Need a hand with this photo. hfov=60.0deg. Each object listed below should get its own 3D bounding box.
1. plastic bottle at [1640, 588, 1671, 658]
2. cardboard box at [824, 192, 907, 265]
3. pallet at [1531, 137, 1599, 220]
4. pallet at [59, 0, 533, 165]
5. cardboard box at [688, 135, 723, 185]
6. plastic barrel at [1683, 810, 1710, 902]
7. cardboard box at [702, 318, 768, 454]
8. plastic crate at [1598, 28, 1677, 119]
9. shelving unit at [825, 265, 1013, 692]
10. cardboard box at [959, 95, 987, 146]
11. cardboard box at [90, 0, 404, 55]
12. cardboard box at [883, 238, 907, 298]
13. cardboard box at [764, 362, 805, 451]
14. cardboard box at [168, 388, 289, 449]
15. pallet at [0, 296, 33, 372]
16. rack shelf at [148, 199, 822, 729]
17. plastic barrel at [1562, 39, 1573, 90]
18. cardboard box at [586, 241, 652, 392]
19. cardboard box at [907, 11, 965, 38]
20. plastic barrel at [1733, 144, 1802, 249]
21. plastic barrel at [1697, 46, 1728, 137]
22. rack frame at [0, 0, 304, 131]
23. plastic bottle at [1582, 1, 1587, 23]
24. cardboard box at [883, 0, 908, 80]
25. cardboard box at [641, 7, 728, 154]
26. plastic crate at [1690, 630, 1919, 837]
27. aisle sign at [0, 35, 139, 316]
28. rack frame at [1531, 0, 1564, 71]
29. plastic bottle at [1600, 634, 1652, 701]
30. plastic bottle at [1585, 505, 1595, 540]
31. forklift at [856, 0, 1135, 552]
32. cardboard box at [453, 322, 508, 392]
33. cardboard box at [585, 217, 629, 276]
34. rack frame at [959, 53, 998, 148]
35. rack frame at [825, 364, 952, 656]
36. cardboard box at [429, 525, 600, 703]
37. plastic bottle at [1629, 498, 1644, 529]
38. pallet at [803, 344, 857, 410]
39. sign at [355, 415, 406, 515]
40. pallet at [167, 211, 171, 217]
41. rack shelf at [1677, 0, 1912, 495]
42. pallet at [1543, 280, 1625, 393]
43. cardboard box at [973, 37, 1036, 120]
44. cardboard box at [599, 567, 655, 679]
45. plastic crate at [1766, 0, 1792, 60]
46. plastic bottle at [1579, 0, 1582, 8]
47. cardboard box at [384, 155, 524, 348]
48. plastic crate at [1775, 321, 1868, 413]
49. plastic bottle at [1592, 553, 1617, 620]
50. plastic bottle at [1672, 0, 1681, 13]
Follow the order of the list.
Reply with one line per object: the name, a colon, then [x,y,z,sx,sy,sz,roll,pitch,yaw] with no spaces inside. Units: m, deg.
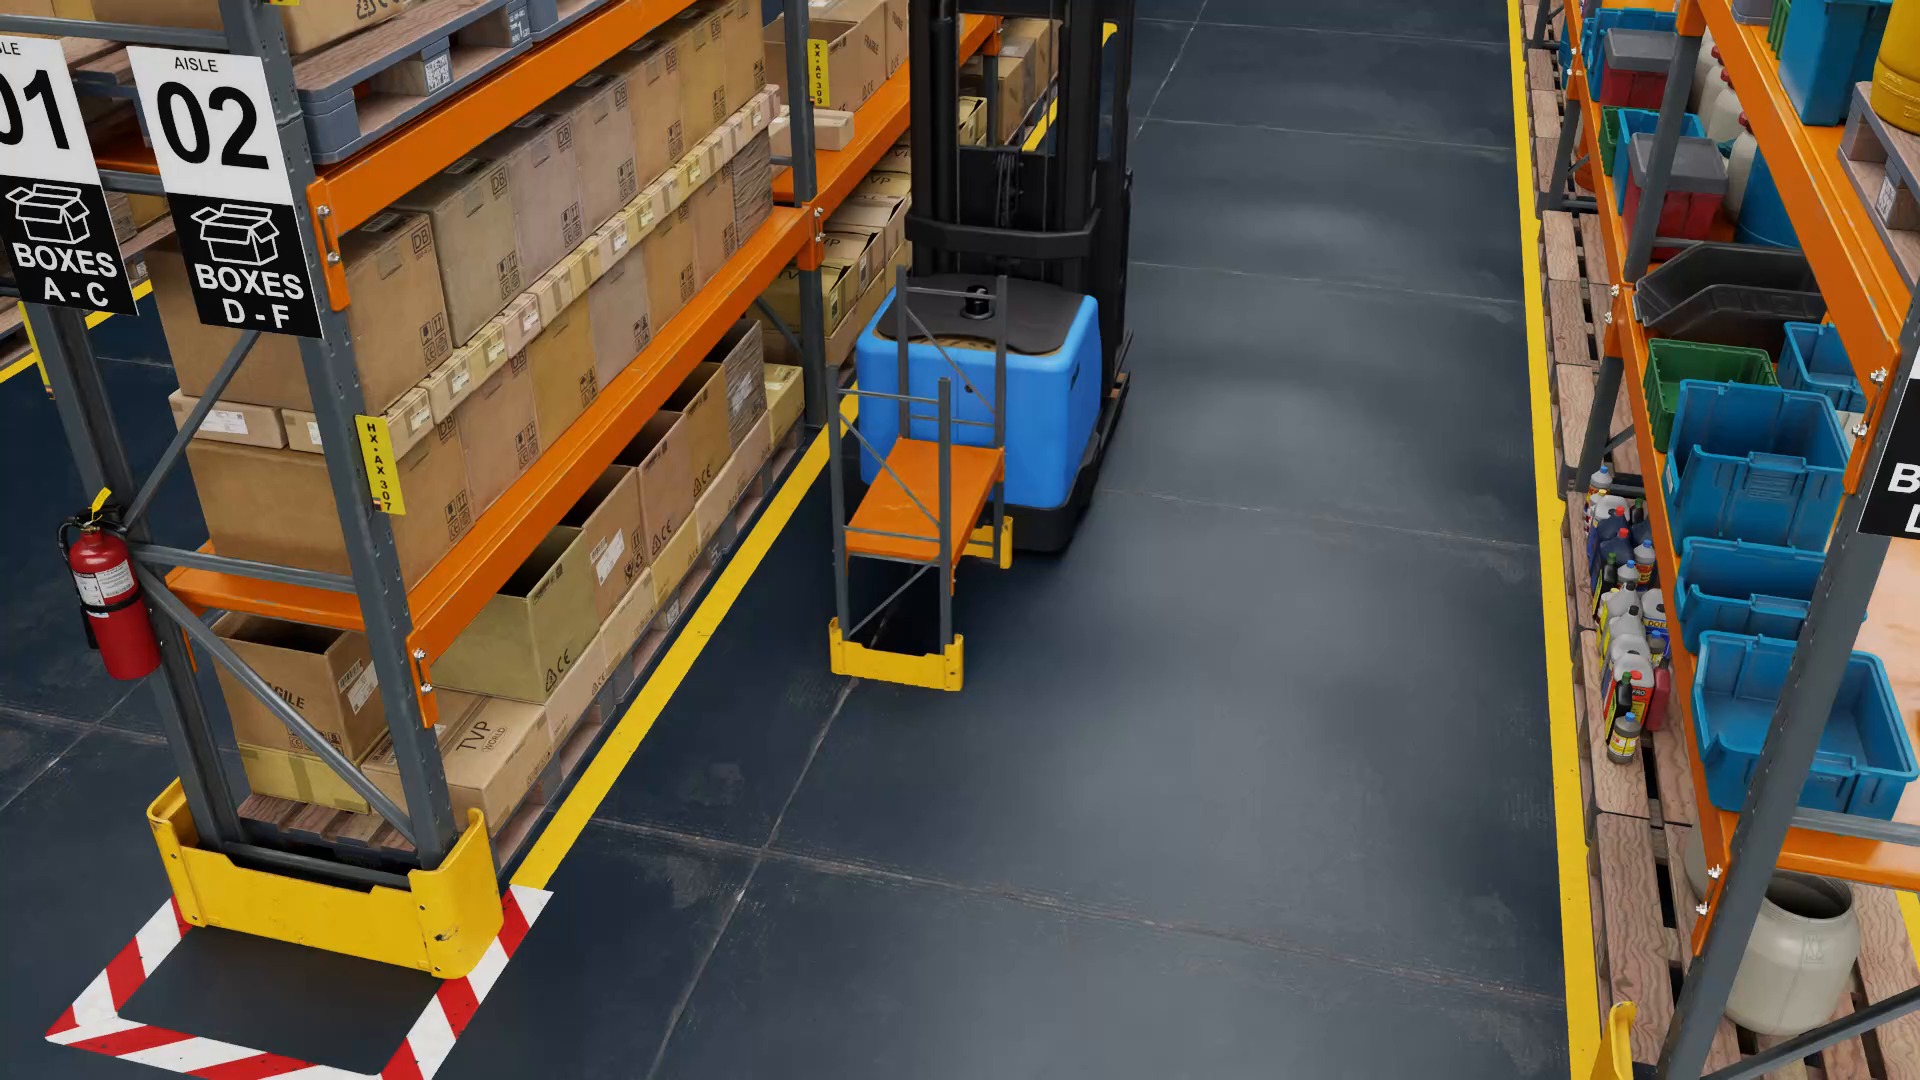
plastic bottle: [2.944,0.353,7.028,0.152,0.276,0.135,8,33,12]
cardboard box: [-0.626,-1.937,10.150,0.500,0.311,0.500,7,33,11]
pallet: [4.731,-2.613,12.163,1.003,0.211,1.213,8,33,12]
pallet: [-2.045,-1.492,5.087,1.003,0.211,1.213,8,33,12]
cardboard box: [-1.290,-1.720,7.462,0.380,0.149,0.250,8,33,12]
plastic barrel: [2.761,1.037,5.750,0.421,0.512,0.421,0,32,0]
cardboard box: [-1.279,-0.780,8.154,0.500,0.500,0.500,8,33,12]
plastic crate: [3.865,-2.605,9.492,0.402,0.464,0.583,8,33,12]
shelving unit: [-0.158,-0.289,7.307,0.587,1.500,1.083,8,33,12]
cardboard box: [-0.114,-2.999,11.821,0.500,0.311,0.500,9,34,14]
cardboard box: [-2.099,-1.743,4.782,0.797,0.503,0.637,10,34,16]
cardboard box: [-0.632,-1.702,10.303,0.500,0.250,0.500,7,33,11]
cardboard box: [-1.140,-0.722,8.761,0.500,0.250,0.500,8,33,12]
cardboard box: [-2.337,-0.440,5.448,0.380,0.149,0.250,7,33,12]
pallet: [-6.163,-1.118,9.812,1.003,0.211,1.213,8,33,12]
rack shelf: [-1.742,-0.634,7.122,1.077,0.370,4.000,8,33,12]
plastic barrel: [5.252,-4.095,13.460,0.600,0.901,0.708,8,33,12]
cardboard box: [-1.728,-0.986,6.912,0.700,0.500,0.500,9,34,14]
cardboard box: [-0.180,-3.441,11.101,0.380,0.149,0.250,8,33,12]
plastic barrel: [3.947,-1.670,7.614,0.600,0.901,0.708,8,33,12]
plastic barrel: [4.307,-2.428,9.147,0.433,0.535,0.433,0,32,0]
rack frame: [-2.249,-2.431,3.687,1.000,3.000,0.127,8,33,12]
plastic bottle: [4.308,-3.616,11.328,0.097,0.201,0.097,0,32,0]
cardboard box: [-0.629,-3.220,10.427,0.500,0.500,0.500,6,33,10]
cardboard box: [-1.468,-2.072,7.410,0.700,0.500,0.500,8,33,12]
plastic crate: [2.379,0.539,4.745,0.499,0.251,0.616,8,33,12]
aisle sign: [-2.550,-1.003,4.608,0.394,0.787,0.004,8,33,12]
rack frame: [5.586,-5.451,14.028,1.000,3.000,0.127,8,33,12]
plastic bottle: [2.709,0.529,6.751,0.152,0.276,0.135,7,33,11]
plastic bottle: [3.000,-0.093,7.798,0.097,0.201,0.097,0,32,0]
forklift: [0.349,-1.963,8.605,1.130,2.935,3.031,8,33,12]
cardboard box: [-1.812,-0.657,5.789,0.380,0.149,0.250,8,33,13]
cardboard box: [-1.550,-1.188,6.624,0.380,0.149,0.250,8,33,13]
rack frame: [-0.219,-4.051,11.827,1.000,3.000,0.127,8,33,12]
rack frame: [-0.282,-0.020,6.883,0.500,1.500,0.032,8,33,12]
cardboard box: [-1.773,0.259,6.519,0.500,0.500,0.500,8,33,12]
plastic bottle: [3.099,-0.047,7.650,0.061,0.283,0.133,8,33,12]
pallet: [-1.085,-1.186,9.919,1.003,0.211,1.213,8,33,12]
sign: [-1.714,-0.220,4.919,0.100,0.325,0.005,8,33,12]
pallet: [-5.523,-2.510,12.002,1.003,0.211,1.213,8,33,12]
rack shelf: [3.049,-1.224,5.253,1.077,0.370,4.000,8,33,12]
pallet: [4.026,-1.170,9.894,1.003,0.211,1.213,8,33,12]
cardboard box: [0.300,-3.652,13.118,0.500,0.500,0.500,7,33,11]
cardboard box: [-1.647,0.316,7.128,0.500,0.250,0.500,8,33,12]
plastic crate: [2.892,-1.694,5.520,0.336,0.188,0.450,8,33,12]
plastic bottle: [4.416,-3.867,11.656,0.097,0.271,0.097,0,32,0]
cardboard box: [-1.977,-1.031,5.773,0.700,0.500,0.500,7,33,11]
plastic crate: [3.538,-0.625,6.576,0.499,0.251,0.616,8,33,12]
plastic bottle: [2.820,0.202,7.258,0.061,0.283,0.133,9,34,15]
plastic bottle: [4.847,-3.524,11.113,0.152,0.276,0.135,8,33,12]
